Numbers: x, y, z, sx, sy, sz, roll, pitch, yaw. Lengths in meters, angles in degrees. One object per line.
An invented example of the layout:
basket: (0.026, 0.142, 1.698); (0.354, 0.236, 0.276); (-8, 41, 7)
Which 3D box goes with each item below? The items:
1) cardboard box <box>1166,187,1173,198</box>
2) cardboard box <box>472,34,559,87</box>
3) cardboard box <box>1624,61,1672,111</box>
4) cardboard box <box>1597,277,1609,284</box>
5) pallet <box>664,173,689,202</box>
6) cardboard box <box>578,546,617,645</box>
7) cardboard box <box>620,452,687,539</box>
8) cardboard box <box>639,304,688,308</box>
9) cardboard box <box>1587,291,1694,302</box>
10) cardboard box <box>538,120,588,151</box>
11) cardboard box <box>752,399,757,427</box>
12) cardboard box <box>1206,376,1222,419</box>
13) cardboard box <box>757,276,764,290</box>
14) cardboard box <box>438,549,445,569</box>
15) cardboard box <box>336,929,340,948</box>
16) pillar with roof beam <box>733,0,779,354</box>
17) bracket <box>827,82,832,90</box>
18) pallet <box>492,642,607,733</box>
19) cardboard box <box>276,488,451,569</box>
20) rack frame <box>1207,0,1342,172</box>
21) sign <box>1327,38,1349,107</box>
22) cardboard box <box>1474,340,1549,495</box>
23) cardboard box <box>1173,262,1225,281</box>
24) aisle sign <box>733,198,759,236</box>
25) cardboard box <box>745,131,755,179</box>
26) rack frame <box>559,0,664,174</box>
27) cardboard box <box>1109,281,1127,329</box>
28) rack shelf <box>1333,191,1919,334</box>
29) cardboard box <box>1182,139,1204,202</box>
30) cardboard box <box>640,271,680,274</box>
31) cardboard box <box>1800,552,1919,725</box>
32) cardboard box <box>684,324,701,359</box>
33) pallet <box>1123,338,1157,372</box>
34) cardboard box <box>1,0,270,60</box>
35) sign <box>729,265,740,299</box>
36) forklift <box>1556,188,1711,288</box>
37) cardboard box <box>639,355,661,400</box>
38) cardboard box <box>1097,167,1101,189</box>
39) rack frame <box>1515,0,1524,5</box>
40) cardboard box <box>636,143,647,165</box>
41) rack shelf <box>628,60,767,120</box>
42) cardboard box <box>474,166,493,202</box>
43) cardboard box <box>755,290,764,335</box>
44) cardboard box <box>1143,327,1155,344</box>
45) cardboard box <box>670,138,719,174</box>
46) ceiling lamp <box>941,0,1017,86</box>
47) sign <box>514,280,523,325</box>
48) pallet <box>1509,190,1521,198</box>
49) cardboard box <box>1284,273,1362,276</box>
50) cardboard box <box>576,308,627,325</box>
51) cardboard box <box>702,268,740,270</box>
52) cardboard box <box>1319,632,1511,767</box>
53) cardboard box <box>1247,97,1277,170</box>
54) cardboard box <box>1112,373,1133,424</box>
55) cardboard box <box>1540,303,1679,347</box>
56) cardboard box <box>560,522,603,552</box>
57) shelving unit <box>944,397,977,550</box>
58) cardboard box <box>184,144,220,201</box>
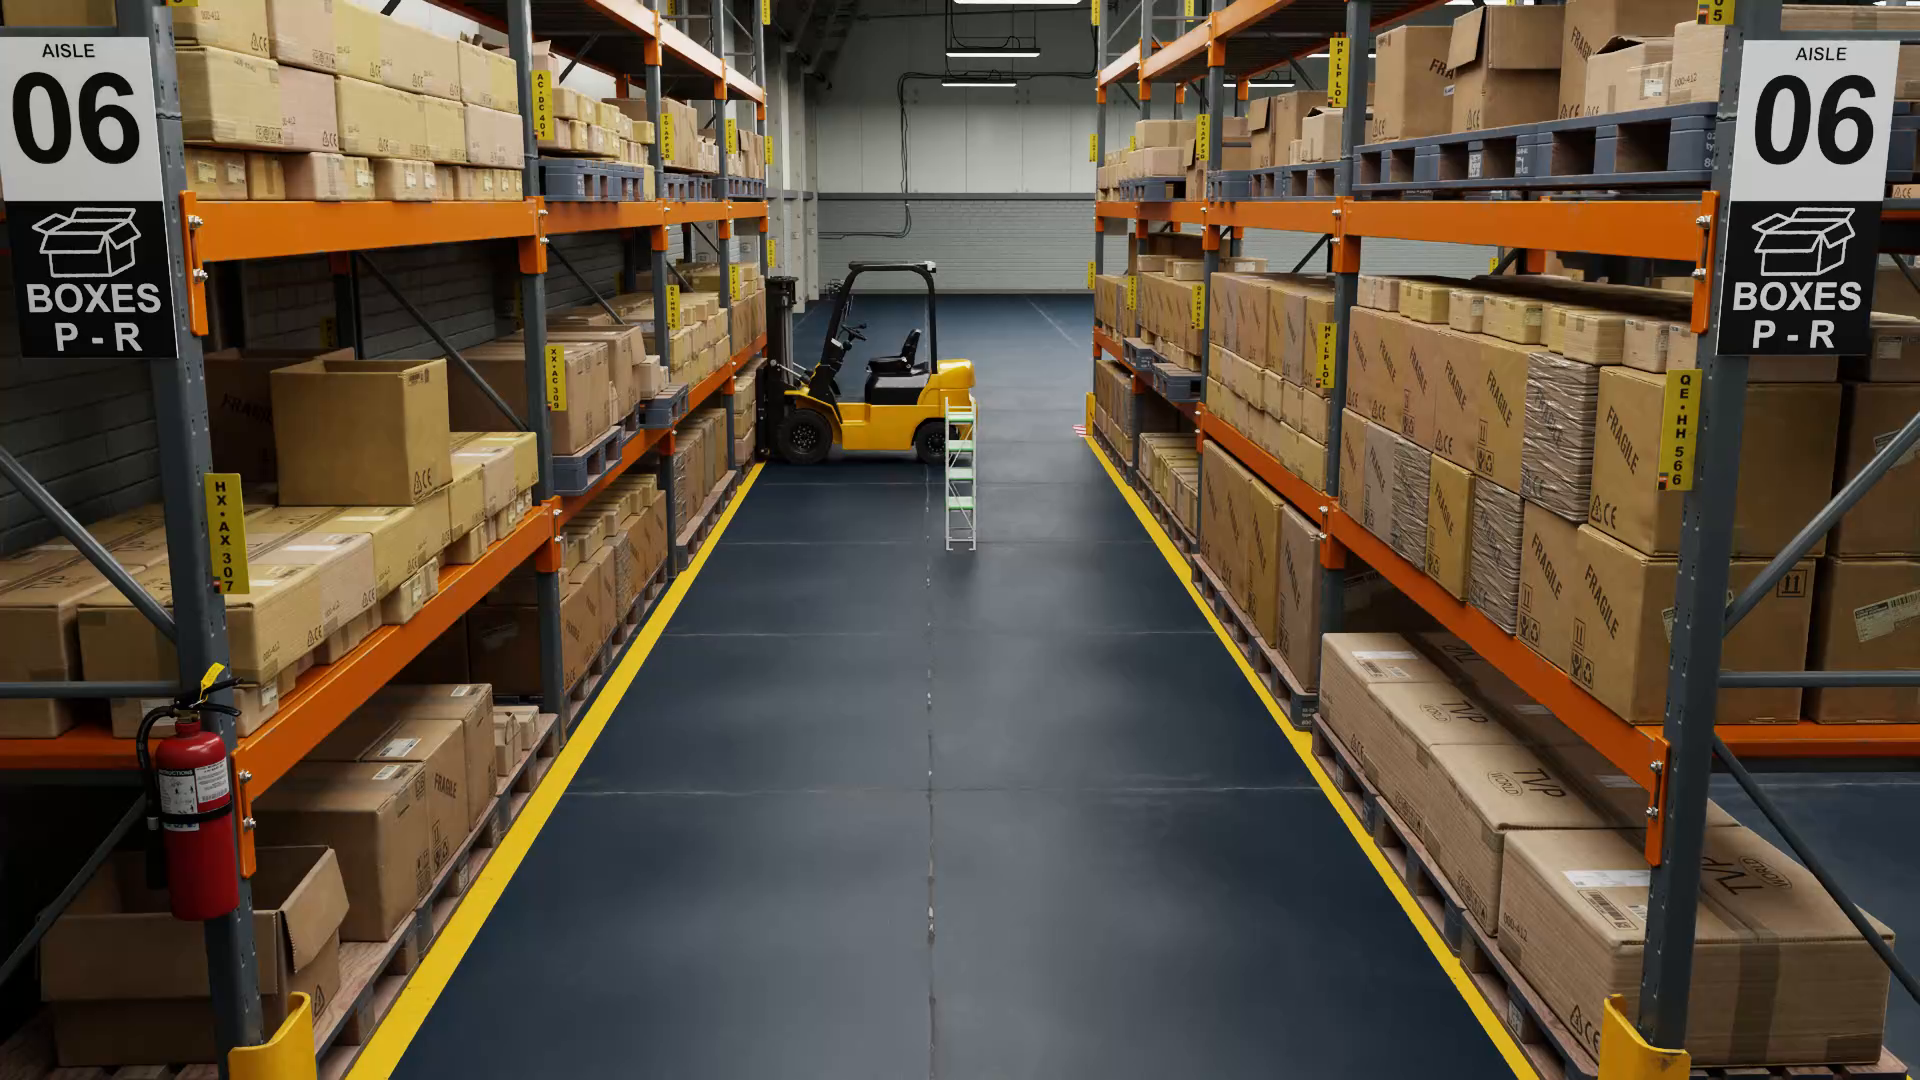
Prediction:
cardboard box: (1.913, -3.403, 16.376); (0.380, 0.149, 0.250); (0, 11, -1)
cardboard box: (-2.229, -2.395, 8.310); (0.396, 0.266, 0.258); (0, 11, -2)
cardboard box: (2.285, -1.383, 5.112); (0.380, 0.149, 0.250); (-1, 12, -6)
cardboard box: (7.071, -2.820, 17.322); (0.875, 0.550, 0.550); (0, 11, -1)
pallet: (-2.758, -2.690, 12.707); (1.213, 0.211, 1.003); (0, 11, 1)
cardboard box: (-2.384, 0.334, 10.100); (0.500, 0.500, 0.500); (-1, 11, -3)
cardboard box: (-2.654, -0.344, 13.129); (0.875, 0.625, 0.625); (0, 11, 1)
cardboard box: (-2.506, -1.918, 14.084); (0.380, 0.149, 0.250); (0, 11, -1)
cardboard box: (2.698, -0.898, 6.544); (0.380, 0.149, 0.250); (0, 11, -1)
cardboard box: (-2.151, -2.098, 8.634); (0.380, 0.149, 0.250); (0, 11, -1)
cardboard box: (-2.450, -1.374, 17.891); (0.500, 0.250, 0.500); (0, 11, -2)
cardboard box: (2.066, -1.028, 11.957); (0.500, 0.250, 0.500); (0, 11, -2)
cardboard box: (-2.498, -3.017, 19.503); (0.380, 0.149, 0.250); (0, 11, 0)
cardboard box: (-2.351, 0.060, 6.850); (0.380, 0.149, 0.250); (0, 11, 0)
cardboard box: (-2.377, 1.397, 5.744); (0.380, 0.149, 0.250); (-1, 11, -3)
pillar with roof beam: (0.349, -7.970, 30.710); (9.100, 9.000, 0.548); (0, 11, -1)
bracket: (-4.029, -13.849, 50.637); (0.235, 0.232, 0.430); (0, 11, -1)
pallet: (-2.627, 0.822, 9.477); (1.003, 0.211, 1.213); (0, 11, -1)
cardboard box: (-2.286, -0.054, 6.411); (0.500, 0.250, 0.500); (-1, 11, -3)
rack frame: (2.308, -4.140, 11.831); (1.000, 3.000, 0.127); (0, 11, -1)
sign: (1.848, -2.278, 8.106); (0.100, 0.325, 0.005); (0, 11, -1)
cardboard box: (2.178, -0.445, 5.943); (0.500, 0.500, 0.500); (0, 11, -1)
cardboard box: (1.992, -2.242, 13.879); (0.380, 0.149, 0.250); (-1, 11, -4)
aisle sign: (-2.528, -4.057, 19.973); (0.394, 0.787, 0.004); (0, 11, -1)
cardboard box: (-2.646, -4.251, 18.367); (0.700, 0.500, 0.500); (0, 11, -1)
rack frame: (-2.655, -4.118, 11.726); (1.000, 3.000, 0.127); (0, 11, -1)
cardboard box: (1.919, -2.584, 18.252); (0.500, 0.500, 0.500); (0, 11, -2)
rack shelf: (2.432, -1.124, 6.321); (1.077, 0.370, 4.000); (0, 11, -1)
cardboard box: (2.248, -3.023, 13.613); (0.797, 0.503, 0.637); (0, 11, -1)
cardboard box: (-3.096, -2.700, 17.195); (0.380, 0.149, 0.250); (0, 11, -2)
cardboard box: (2.750, 0.245, 5.055); (0.500, 0.500, 0.500); (0, 11, -2)
cardboard box: (-2.422, -1.643, 13.732); (0.500, 0.250, 0.500); (-1, 11, -3)
pallet: (2.096, -1.748, 15.614); (1.003, 0.211, 1.213); (0, 11, -1)
cardboard box: (-2.247, -1.465, 4.562); (0.500, 0.250, 0.500); (0, 11, -2)
sign: (-2.195, -2.506, 16.155); (0.100, 0.325, 0.005); (0, 11, -1)
forklift: (4.988, -1.117, 12.191); (1.130, 2.935, 3.031); (0, 11, 2)
cardboard box: (-2.309, -1.102, 11.269); (0.500, 0.250, 0.500); (-1, 11, -4)
cardboard box: (1.887, -4.231, 19.455); (0.500, 0.250, 0.500); (0, 11, -2)
rack frame: (7.089, -5.770, 19.868); (1.000, 3.000, 0.127); (0, 11, -1)
cardboard box: (-2.407, -2.701, 11.657); (0.380, 0.149, 0.250); (0, 11, 0)
rack shelf: (-2.779, -4.763, 17.717); (1.077, 0.370, 4.000); (0, 11, -1)
cardboard box: (-2.270, -1.558, 7.281); (0.380, 0.149, 0.250); (0, 11, 1)
cardboard box: (-2.546, -2.618, 19.166); (0.500, 0.500, 0.500); (0, 11, 1)
cardboard box: (1.917, -1.916, 15.537); (0.380, 0.149, 0.250); (0, 11, 0)
cardboard box: (-2.479, -3.512, 15.197); (0.500, 0.311, 0.500); (-1, 11, -3)
ceiling lamp: (0.502, -13.642, 43.989); (2.000, 3.185, 0.800); (0, 11, -1)
sign: (-3.210, -1.743, 12.193); (0.100, 0.325, 0.005); (0, 11, -1)
pallet: (7.115, -4.109, 19.449); (1.003, 0.211, 1.213); (0, 11, -1)
cardboard box: (2.580, -1.637, 11.816); (0.500, 0.500, 0.500); (-1, 11, -3)
cardboard box: (-2.928, -1.813, 13.569); (0.380, 0.149, 0.250); (0, 11, -1)
cardboard box: (-2.576, -2.856, 17.961); (0.380, 0.149, 0.250); (0, 11, -1)
cardboard box: (2.296, 0.771, 8.103); (0.875, 0.438, 0.875); (0, 11, -2)
cardboard box: (2.467, -2.852, 11.710); (0.797, 0.503, 0.637); (-1, 12, -5)
cardboard box: (1.921, -1.539, 18.076); (0.500, 0.500, 0.500); (0, 11, 2)
cardboard box: (2.248, -0.740, 5.767); (0.380, 0.149, 0.250); (0, 11, -2)
cardboard box: (-2.403, -0.014, 10.181); (0.380, 0.149, 0.250); (0, 11, 1)
shelving unit: (0.003, -0.555, 13.778); (0.258, 1.200, 0.503); (0, 11, -1)
cardboard box: (-2.263, -0.999, 4.528); (0.380, 0.149, 0.250); (0, 11, 0)
